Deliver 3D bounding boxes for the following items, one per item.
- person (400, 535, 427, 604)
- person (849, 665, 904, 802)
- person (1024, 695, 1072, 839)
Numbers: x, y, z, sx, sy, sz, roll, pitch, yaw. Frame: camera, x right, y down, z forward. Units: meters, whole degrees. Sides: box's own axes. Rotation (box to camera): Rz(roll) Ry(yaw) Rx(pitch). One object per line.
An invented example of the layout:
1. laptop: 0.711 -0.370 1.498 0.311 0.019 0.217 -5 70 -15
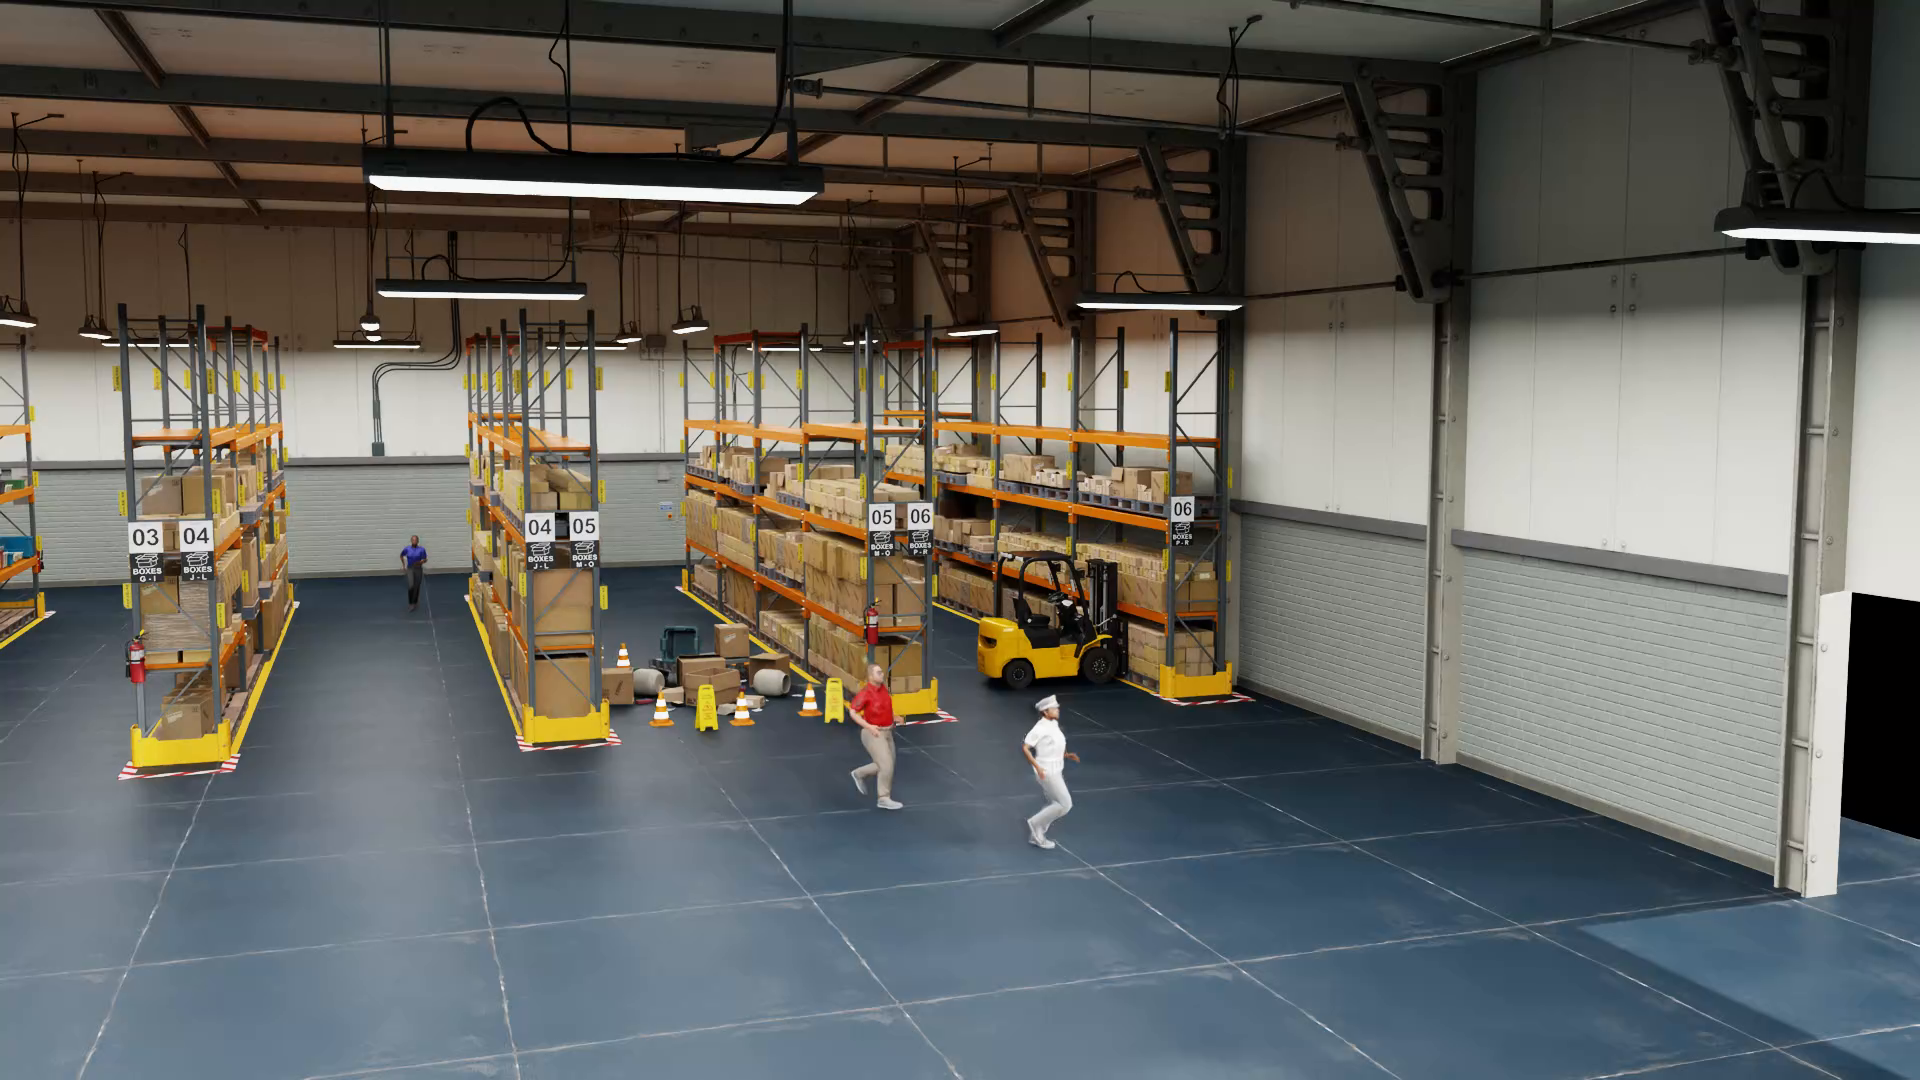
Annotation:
1. person: -12.000 0.658 36.544 0.562 1.542 0.641 -2 6 -21
2. person: -1.000 2.271 19.611 0.668 1.616 0.672 3 6 29
3. person: 0.988 2.451 17.842 0.515 1.585 0.526 2 6 20
